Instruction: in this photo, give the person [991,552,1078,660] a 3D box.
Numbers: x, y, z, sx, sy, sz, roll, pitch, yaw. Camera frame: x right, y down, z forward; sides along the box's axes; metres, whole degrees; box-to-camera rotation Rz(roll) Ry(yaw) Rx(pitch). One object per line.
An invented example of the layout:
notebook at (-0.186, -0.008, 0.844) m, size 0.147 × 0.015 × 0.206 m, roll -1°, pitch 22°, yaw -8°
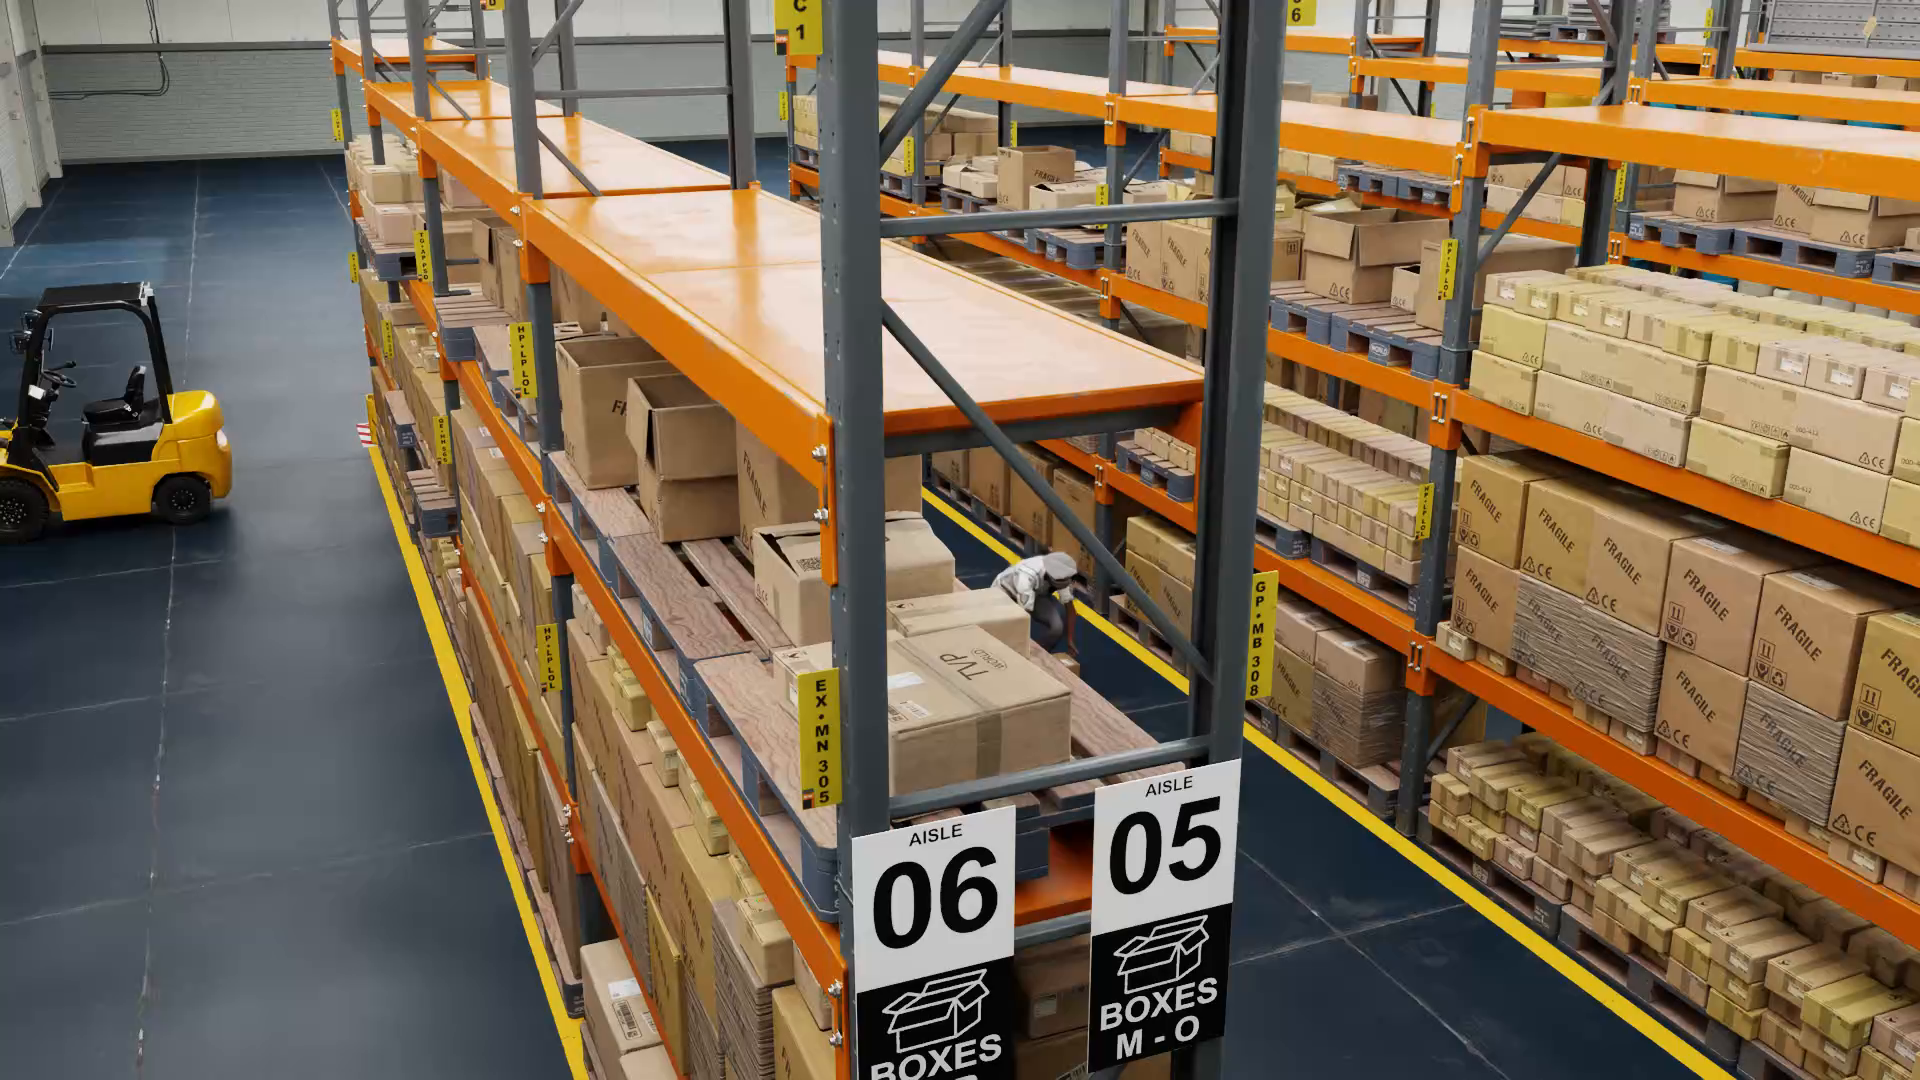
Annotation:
person at (0.562, 0.517, 12.302) m, size 0.493 × 1.034 × 0.845 m, roll -8°, pitch 21°, yaw -22°
